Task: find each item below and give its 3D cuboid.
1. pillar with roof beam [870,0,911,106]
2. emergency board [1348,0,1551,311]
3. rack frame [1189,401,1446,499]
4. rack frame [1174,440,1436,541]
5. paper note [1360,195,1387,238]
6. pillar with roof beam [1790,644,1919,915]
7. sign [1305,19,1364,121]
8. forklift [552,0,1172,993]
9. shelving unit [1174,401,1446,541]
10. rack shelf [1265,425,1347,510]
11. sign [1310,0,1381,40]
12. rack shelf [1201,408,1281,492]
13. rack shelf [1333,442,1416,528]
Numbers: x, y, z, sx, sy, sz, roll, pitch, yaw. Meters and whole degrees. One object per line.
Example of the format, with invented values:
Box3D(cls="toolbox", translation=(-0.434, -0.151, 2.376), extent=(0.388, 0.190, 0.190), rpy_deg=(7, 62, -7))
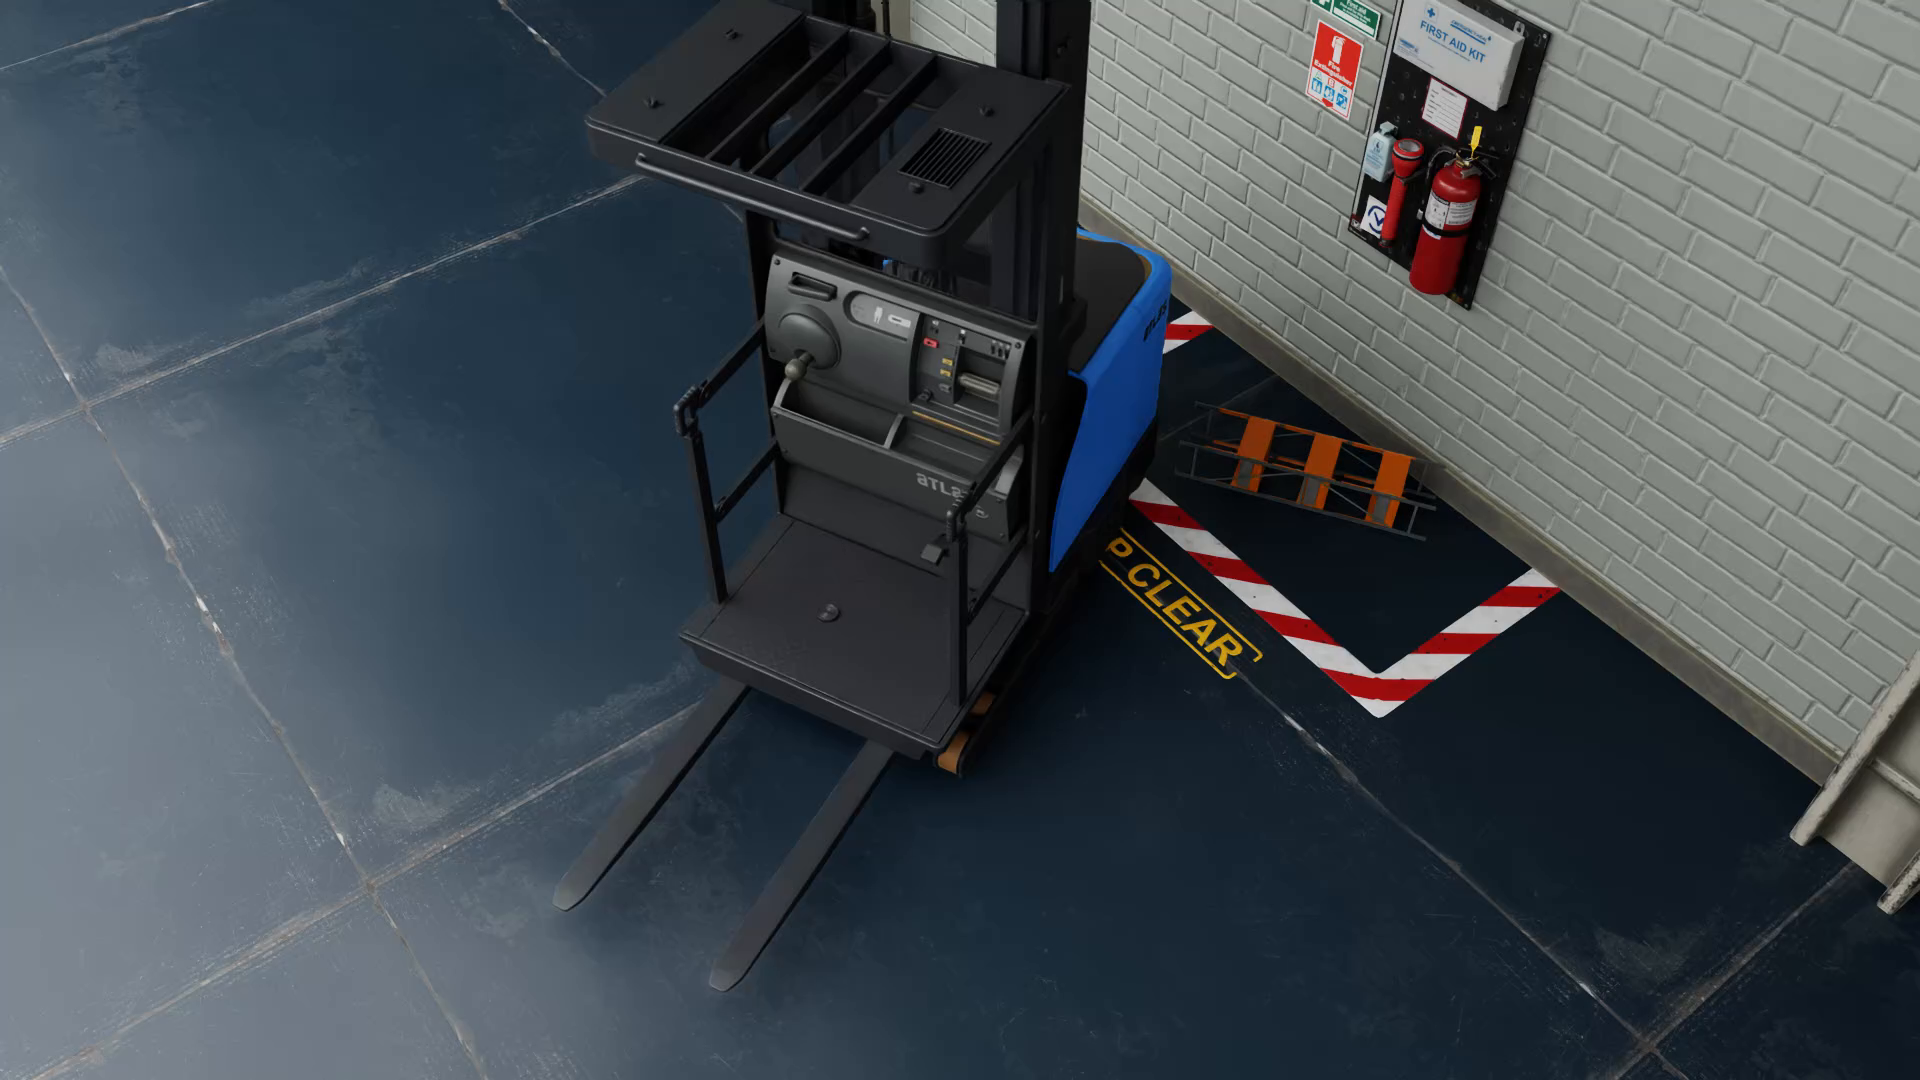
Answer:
Box3D(cls="pillar with roof beam", translation=(-3.921, -3.548, 3.891), extent=(9.100, 9.000, 0.400), rpy_deg=(-29, 54, -24))
Box3D(cls="emergency board", translation=(1.672, -1.401, 5.994), extent=(0.194, 1.169, 0.643), rpy_deg=(-29, 54, -24))
Box3D(cls="rack frame", translation=(1.477, -0.375, 6.929), extent=(1.050, 0.200, 0.008), rpy_deg=(16, 51, 13))
Box3D(cls="rack frame", translation=(1.393, -0.203, 6.778), extent=(1.050, 0.200, 0.008), rpy_deg=(16, 51, 13))
Box3D(cls="paper note", translation=(1.620, -1.240, 6.443), extent=(0.016, 0.148, 0.142), rpy_deg=(-29, 54, -24))
Box3D(cls="pillar with roof beam", translation=(-0.288, -0.010, 0.684), extent=(9.100, 9.000, 0.400), rpy_deg=(-29, 54, -24))
Box3D(cls="sign", translation=(1.419, -1.785, 6.318), extent=(0.001, 0.329, 0.234), rpy_deg=(-29, 54, -24))
Box3D(cls="forklift", translation=(-0.318, -0.532, 5.253), extent=(1.130, 2.935, 3.031), rpy_deg=(21, 51, 18))
Box3D(cls="shelving unit", translation=(1.435, -0.289, 6.853), extent=(1.050, 0.215, 0.252), rpy_deg=(16, 51, 13))
Box3D(cls="rack shelf", translation=(1.425, -0.292, 6.856), extent=(0.259, 0.215, 0.240), rpy_deg=(16, 51, 13))
Box3D(cls="sign", translation=(1.415, -1.956, 6.116), extent=(0.001, 0.109, 0.331), rpy_deg=(-29, 54, -24))
Box3D(cls="rack shelf", translation=(1.164, -0.366, 6.916), extent=(0.259, 0.215, 0.240), rpy_deg=(16, 51, 13))
Box3D(cls="rack shelf", translation=(1.692, -0.216, 6.794), extent=(0.259, 0.215, 0.240), rpy_deg=(16, 51, 13))
